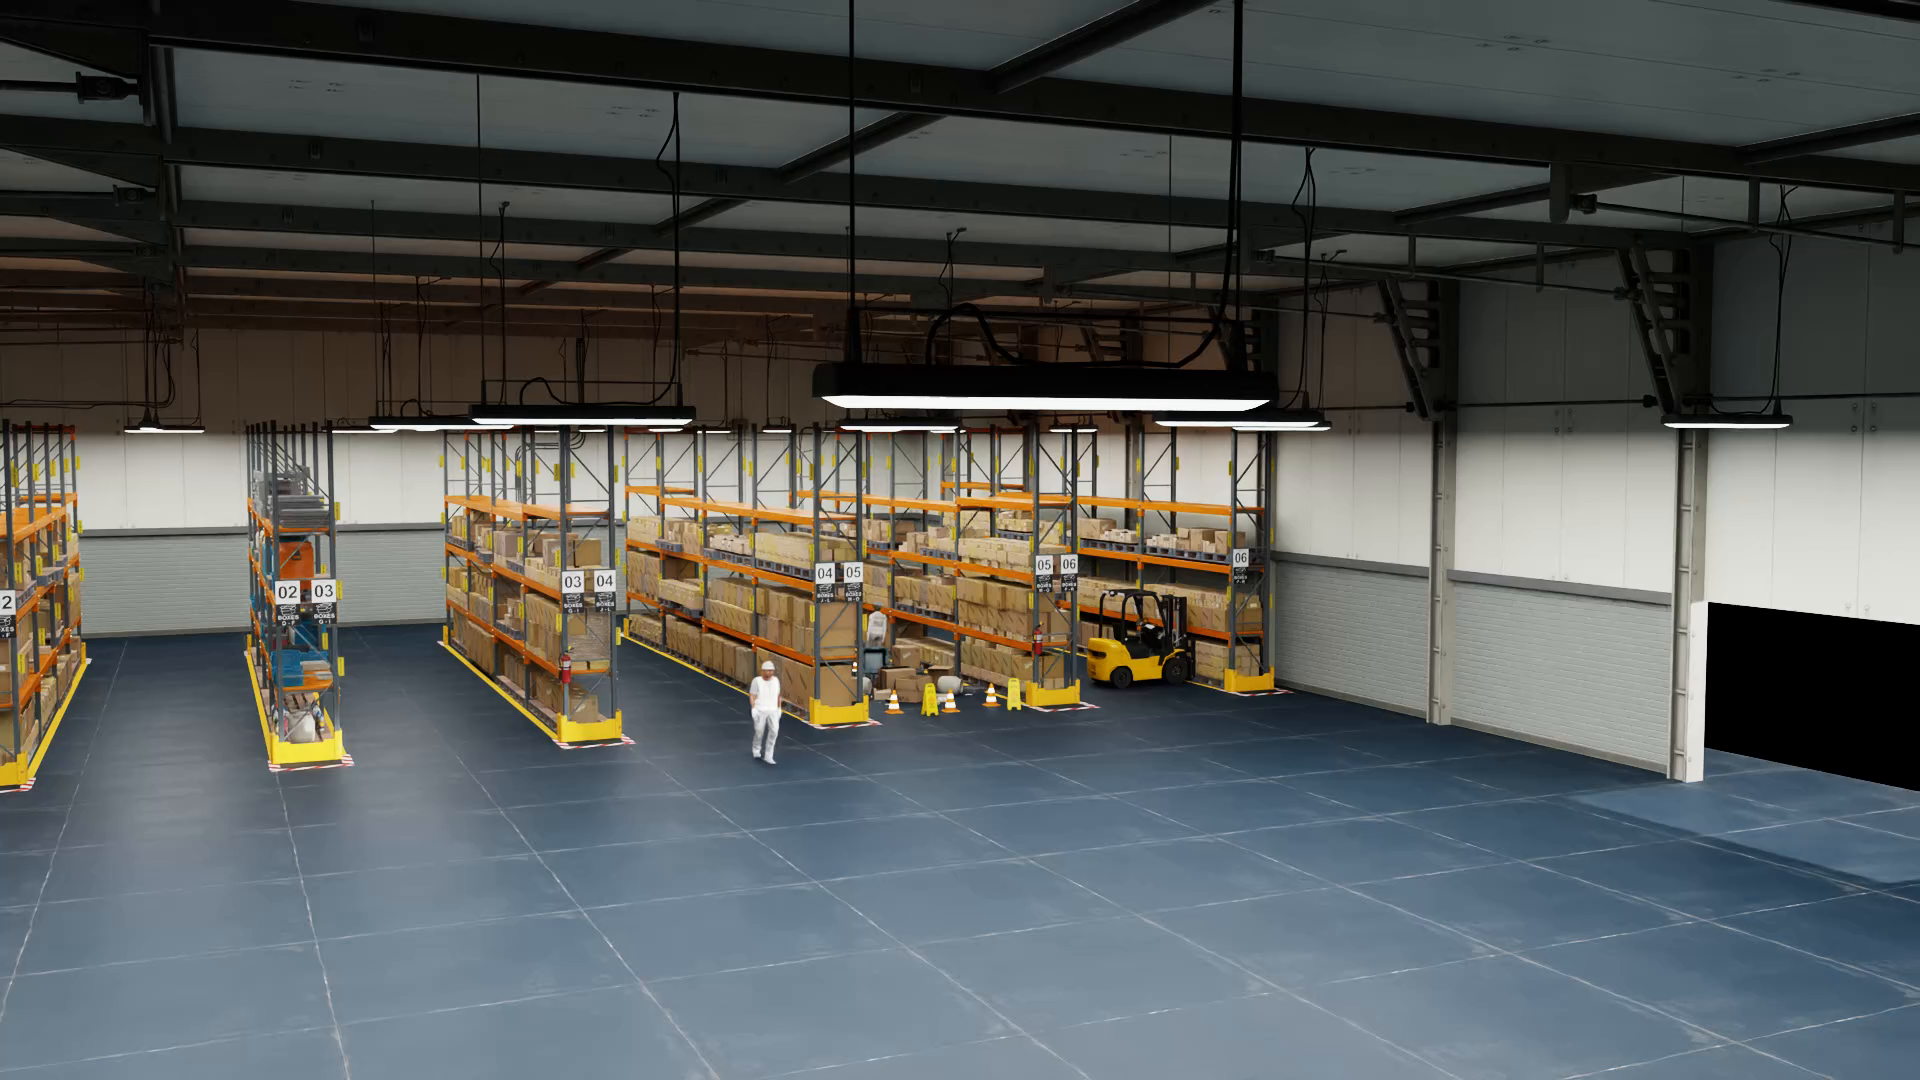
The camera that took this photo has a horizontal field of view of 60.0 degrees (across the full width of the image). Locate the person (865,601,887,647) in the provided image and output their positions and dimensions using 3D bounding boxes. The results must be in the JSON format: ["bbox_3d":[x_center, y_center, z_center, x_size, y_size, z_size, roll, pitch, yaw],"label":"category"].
[{"bbox_3d":[-2.064,2.345,40.527,0.578,1.679,0.423,-2,4,-26],"label":"person"}]

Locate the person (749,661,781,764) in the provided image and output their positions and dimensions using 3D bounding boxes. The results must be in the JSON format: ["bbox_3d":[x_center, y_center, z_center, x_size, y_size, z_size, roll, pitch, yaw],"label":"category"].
[{"bbox_3d":[-3.405,3.037,29.286,0.647,1.811,0.661,-2,4,-31],"label":"person"}]
